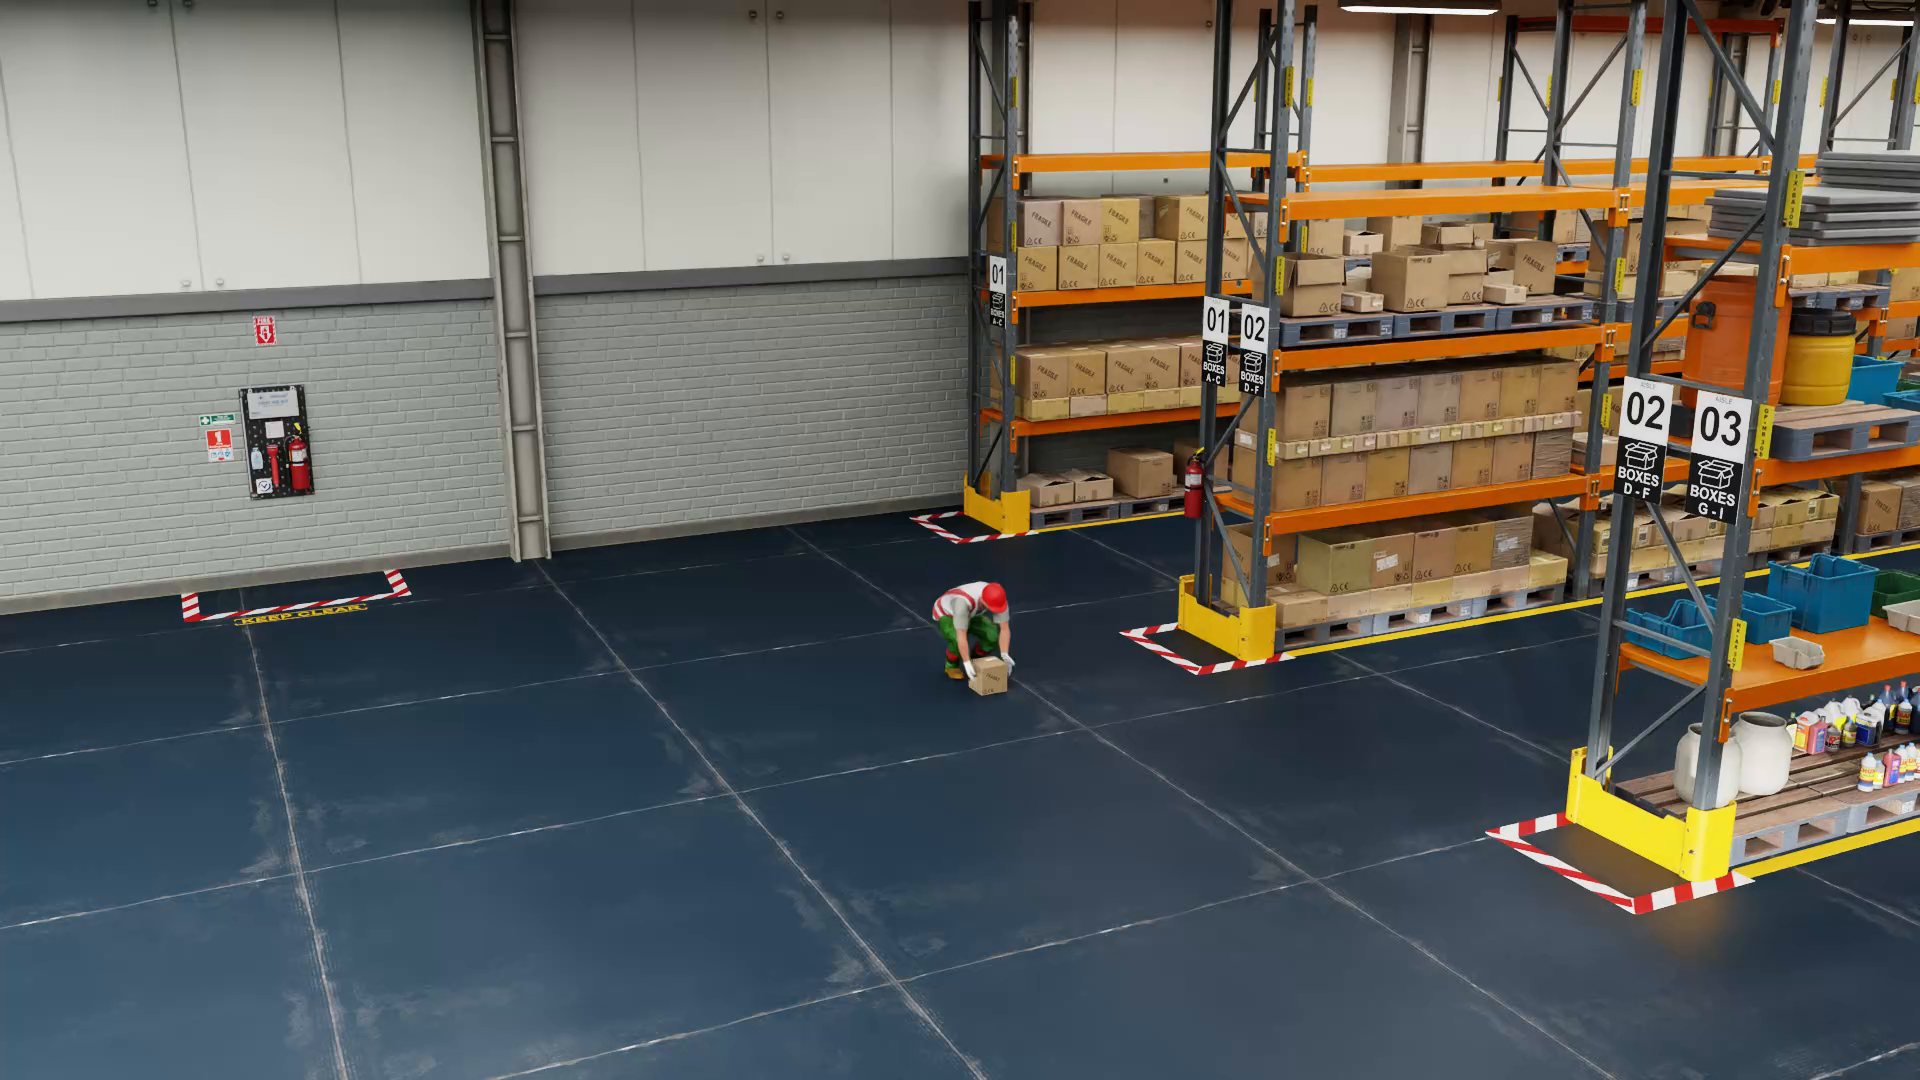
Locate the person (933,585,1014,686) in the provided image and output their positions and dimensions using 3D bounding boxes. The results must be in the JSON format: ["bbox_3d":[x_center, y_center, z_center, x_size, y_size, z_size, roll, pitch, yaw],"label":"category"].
[{"bbox_3d":[0.117,0.770,14.627,0.565,0.920,0.886,-7,17,-25],"label":"person"}]
